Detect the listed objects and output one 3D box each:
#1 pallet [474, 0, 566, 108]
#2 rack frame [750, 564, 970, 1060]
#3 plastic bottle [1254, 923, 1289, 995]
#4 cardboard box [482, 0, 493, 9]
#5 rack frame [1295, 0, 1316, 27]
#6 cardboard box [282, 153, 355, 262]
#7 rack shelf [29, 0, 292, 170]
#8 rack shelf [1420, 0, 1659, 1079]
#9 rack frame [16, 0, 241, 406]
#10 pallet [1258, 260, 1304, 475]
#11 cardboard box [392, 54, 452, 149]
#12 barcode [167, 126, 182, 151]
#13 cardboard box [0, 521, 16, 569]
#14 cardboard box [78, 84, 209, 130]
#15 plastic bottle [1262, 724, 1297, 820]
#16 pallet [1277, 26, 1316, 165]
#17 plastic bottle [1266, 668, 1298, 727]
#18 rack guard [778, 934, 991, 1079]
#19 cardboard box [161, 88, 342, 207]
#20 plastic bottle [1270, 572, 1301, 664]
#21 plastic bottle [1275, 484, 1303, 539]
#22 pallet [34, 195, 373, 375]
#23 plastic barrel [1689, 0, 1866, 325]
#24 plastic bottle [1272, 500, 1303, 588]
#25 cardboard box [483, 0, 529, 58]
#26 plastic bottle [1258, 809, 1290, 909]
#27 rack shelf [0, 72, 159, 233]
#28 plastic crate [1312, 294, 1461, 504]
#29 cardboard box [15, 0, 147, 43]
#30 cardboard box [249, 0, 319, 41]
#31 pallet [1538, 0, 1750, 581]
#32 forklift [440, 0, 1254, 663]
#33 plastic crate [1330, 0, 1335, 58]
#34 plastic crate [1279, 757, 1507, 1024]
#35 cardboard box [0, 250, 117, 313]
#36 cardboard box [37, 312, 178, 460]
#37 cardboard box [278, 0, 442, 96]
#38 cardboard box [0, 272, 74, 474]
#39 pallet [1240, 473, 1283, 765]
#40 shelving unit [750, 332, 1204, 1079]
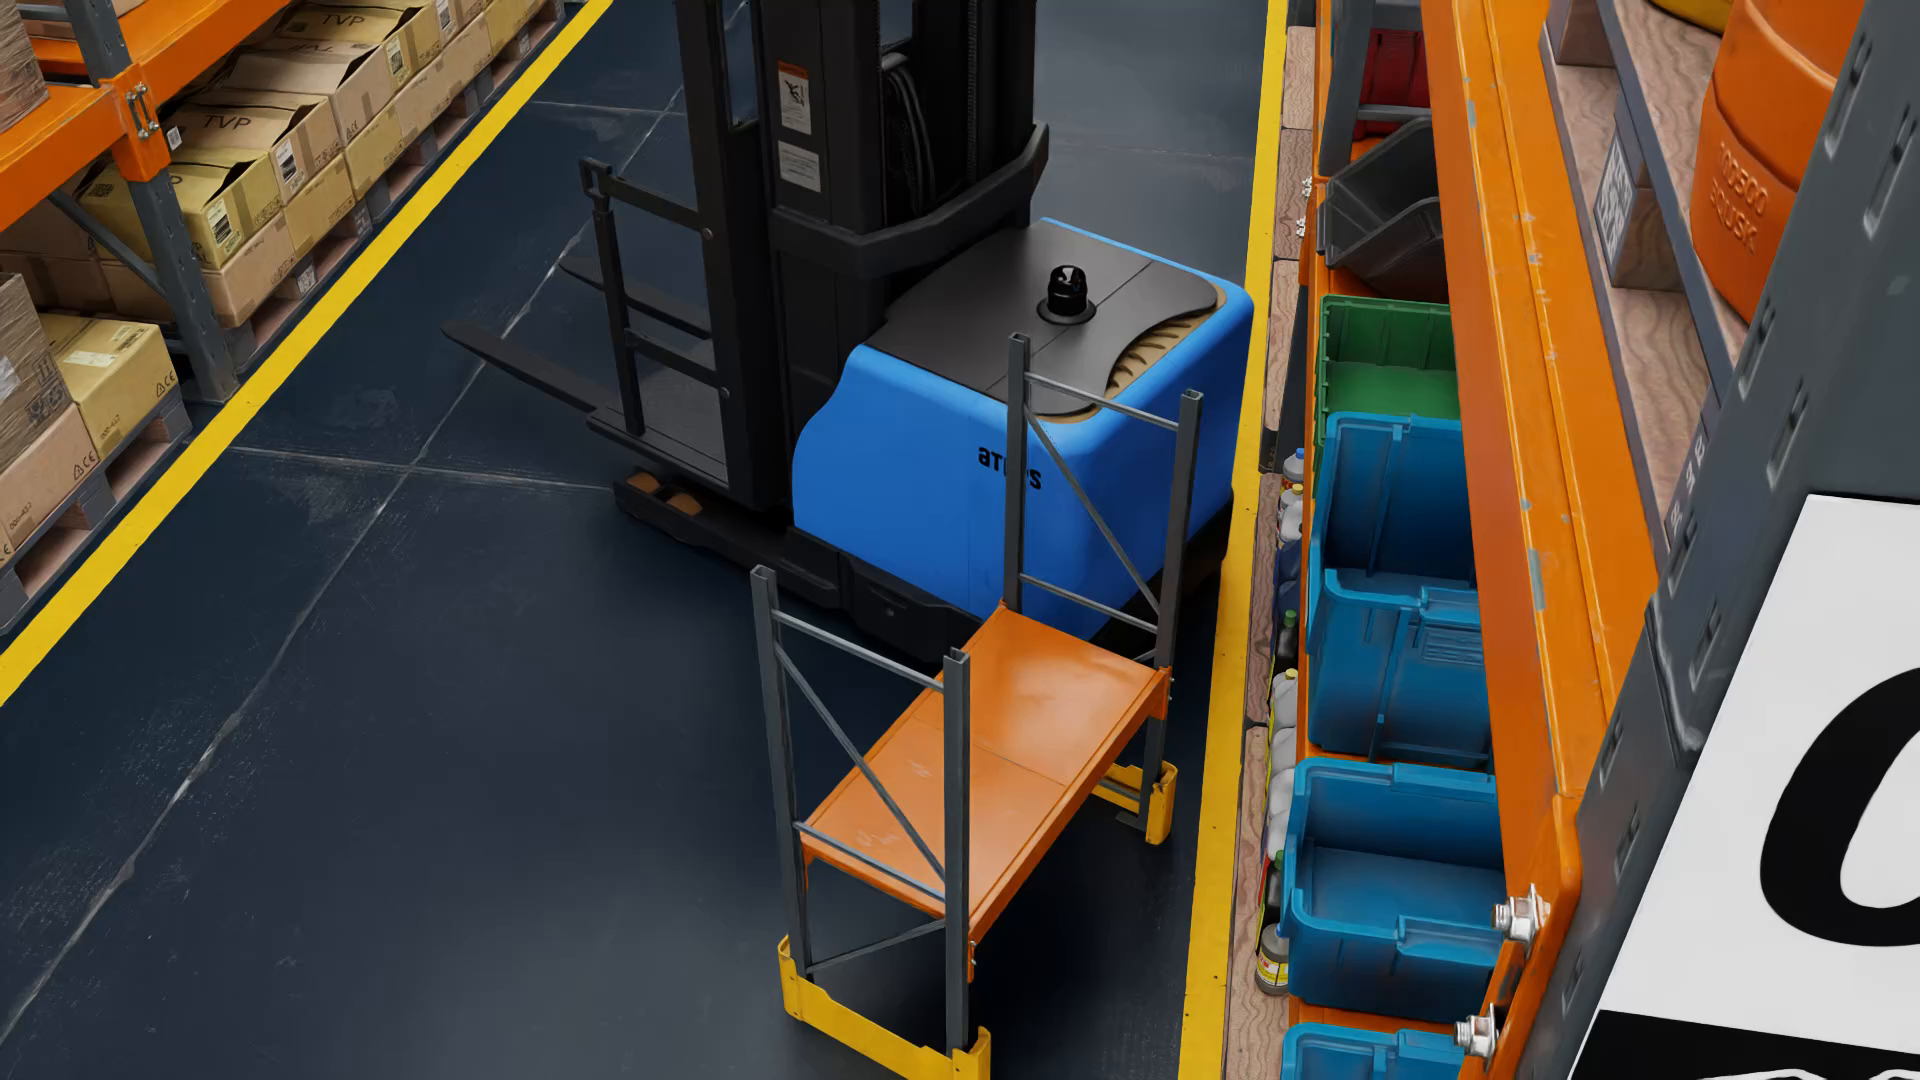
[{"bbox_3d":[-2.786,-2.687,8.835,1.003,0.211,1.213,6,40,8],"label":"pallet"},{"bbox_3d":[-0.200,0.718,3.704,0.500,1.500,0.032,22,44,24],"label":"rack frame"},{"bbox_3d":[0.774,1.003,4.034,0.097,0.201,0.097,0,40,0],"label":"plastic bottle"},{"bbox_3d":[-2.537,-2.910,8.304,0.500,0.311,0.500,6,40,7],"label":"cardboard box"},{"bbox_3d":[2.272,-3.726,7.902,1.000,3.000,0.127,6,40,8],"label":"rack frame"},{"bbox_3d":[-2.894,-1.413,6.933,0.500,0.250,0.500,7,40,9],"label":"cardboard box"},{"bbox_3d":[-2.952,-2.742,7.277,1.077,0.370,4.000,6,40,8],"label":"rack shelf"},{"bbox_3d":[1.234,-0.839,2.621,1.077,0.370,4.000,6,40,8],"label":"rack shelf"},{"bbox_3d":[-3.298,-1.764,5.530,1.000,3.000,0.127,6,40,8],"label":"rack frame"},{"bbox_3d":[1.678,-0.638,6.356,1.003,0.211,1.213,6,40,8],"label":"pallet"},{"bbox_3d":[-2.718,-2.057,7.712,0.500,0.250,0.500,7,40,9],"label":"cardboard box"},{"bbox_3d":[-2.844,-1.454,6.018,0.001,0.075,0.075,6,40,8],"label":"barcode"},{"bbox_3d":[-3.331,0.077,5.131,0.500,0.250,0.500,6,40,8],"label":"cardboard box"},{"bbox_3d":[-3.426,-1.695,6.835,0.500,0.311,0.500,7,40,9],"label":"cardboard box"},{"bbox_3d":[0.893,0.599,4.405,0.144,0.351,0.185,8,40,10],"label":"plastic bottle"},{"bbox_3d":[2.100,-2.169,8.208,1.003,0.211,1.213,6,40,8],"label":"pallet"},{"bbox_3d":[0.927,0.448,4.705,0.097,0.201,0.097,0,40,0],"label":"plastic bottle"},{"bbox_3d":[-0.190,1.190,4.115,0.587,0.250,0.087,22,44,24],"label":"rack guard"},{"bbox_3d":[-2.889,-1.628,6.753,0.500,0.311,0.500,6,40,7],"label":"cardboard box"},{"bbox_3d":[0.999,0.215,4.869,0.144,0.351,0.185,5,40,6],"label":"plastic bottle"},{"bbox_3d":[1.076,-0.091,5.357,0.097,0.201,0.097,0,40,0],"label":"plastic bottle"},{"bbox_3d":[-3.209,-1.156,6.982,1.003,0.211,1.213,6,40,8],"label":"pallet"},{"bbox_3d":[0.847,-0.508,0.989,0.600,0.830,0.708,6,40,8],"label":"plastic barrel"},{"bbox_3d":[1.064,0.022,5.161,0.152,0.276,0.135,8,40,9],"label":"plastic bottle"},{"bbox_3d":[-2.542,-2.696,8.485,0.500,0.250,0.500,6,40,7],"label":"cardboard box"},{"bbox_3d":[0.845,0.819,4.198,0.152,0.276,0.135,7,40,8],"label":"plastic bottle"},{"bbox_3d":[-3.644,-0.232,4.241,1.077,0.370,4.000,6,40,8],"label":"rack shelf"},{"bbox_3d":[1.067,-0.313,3.941,0.450,0.188,0.662,6,40,8],"label":"plastic crate"},{"bbox_3d":[-3.256,-2.020,5.957,0.500,0.250,0.500,9,40,10],"label":"cardboard box"},{"bbox_3d":[-3.247,-2.323,7.594,0.500,0.311,0.500,6,40,7],"label":"cardboard box"},{"bbox_3d":[1.128,-0.297,1.549,1.003,0.211,1.213,6,40,8],"label":"pallet"},{"bbox_3d":[-0.587,-1.368,5.105,3.031,2.935,1.130,25,46,27],"label":"forklift"},{"bbox_3d":[1.465,-1.936,5.750,0.392,0.384,0.575,6,40,8],"label":"plastic crate"},{"bbox_3d":[0.798,0.598,2.789,0.499,0.251,0.408,6,40,8],"label":"plastic crate"},{"bbox_3d":[-3.512,-1.158,6.625,0.500,0.250,0.500,6,40,7],"label":"cardboard box"},{"bbox_3d":[-3.163,-0.551,5.891,0.500,0.250,0.500,6,40,8],"label":"cardboard box"},{"bbox_3d":[-2.716,-2.279,7.541,0.500,0.311,0.500,7,40,9],"label":"cardboard box"},{"bbox_3d":[-3.261,-0.528,5.274,0.500,0.500,0.500,6,40,8],"label":"cardboard box"},{"bbox_3d":[1.423,0.276,5.250,1.003,0.211,1.213,6,40,8],"label":"pallet"},{"bbox_3d":[0.073,0.438,4.043,0.587,1.500,1.083,22,44,24],"label":"shelving unit"}]
